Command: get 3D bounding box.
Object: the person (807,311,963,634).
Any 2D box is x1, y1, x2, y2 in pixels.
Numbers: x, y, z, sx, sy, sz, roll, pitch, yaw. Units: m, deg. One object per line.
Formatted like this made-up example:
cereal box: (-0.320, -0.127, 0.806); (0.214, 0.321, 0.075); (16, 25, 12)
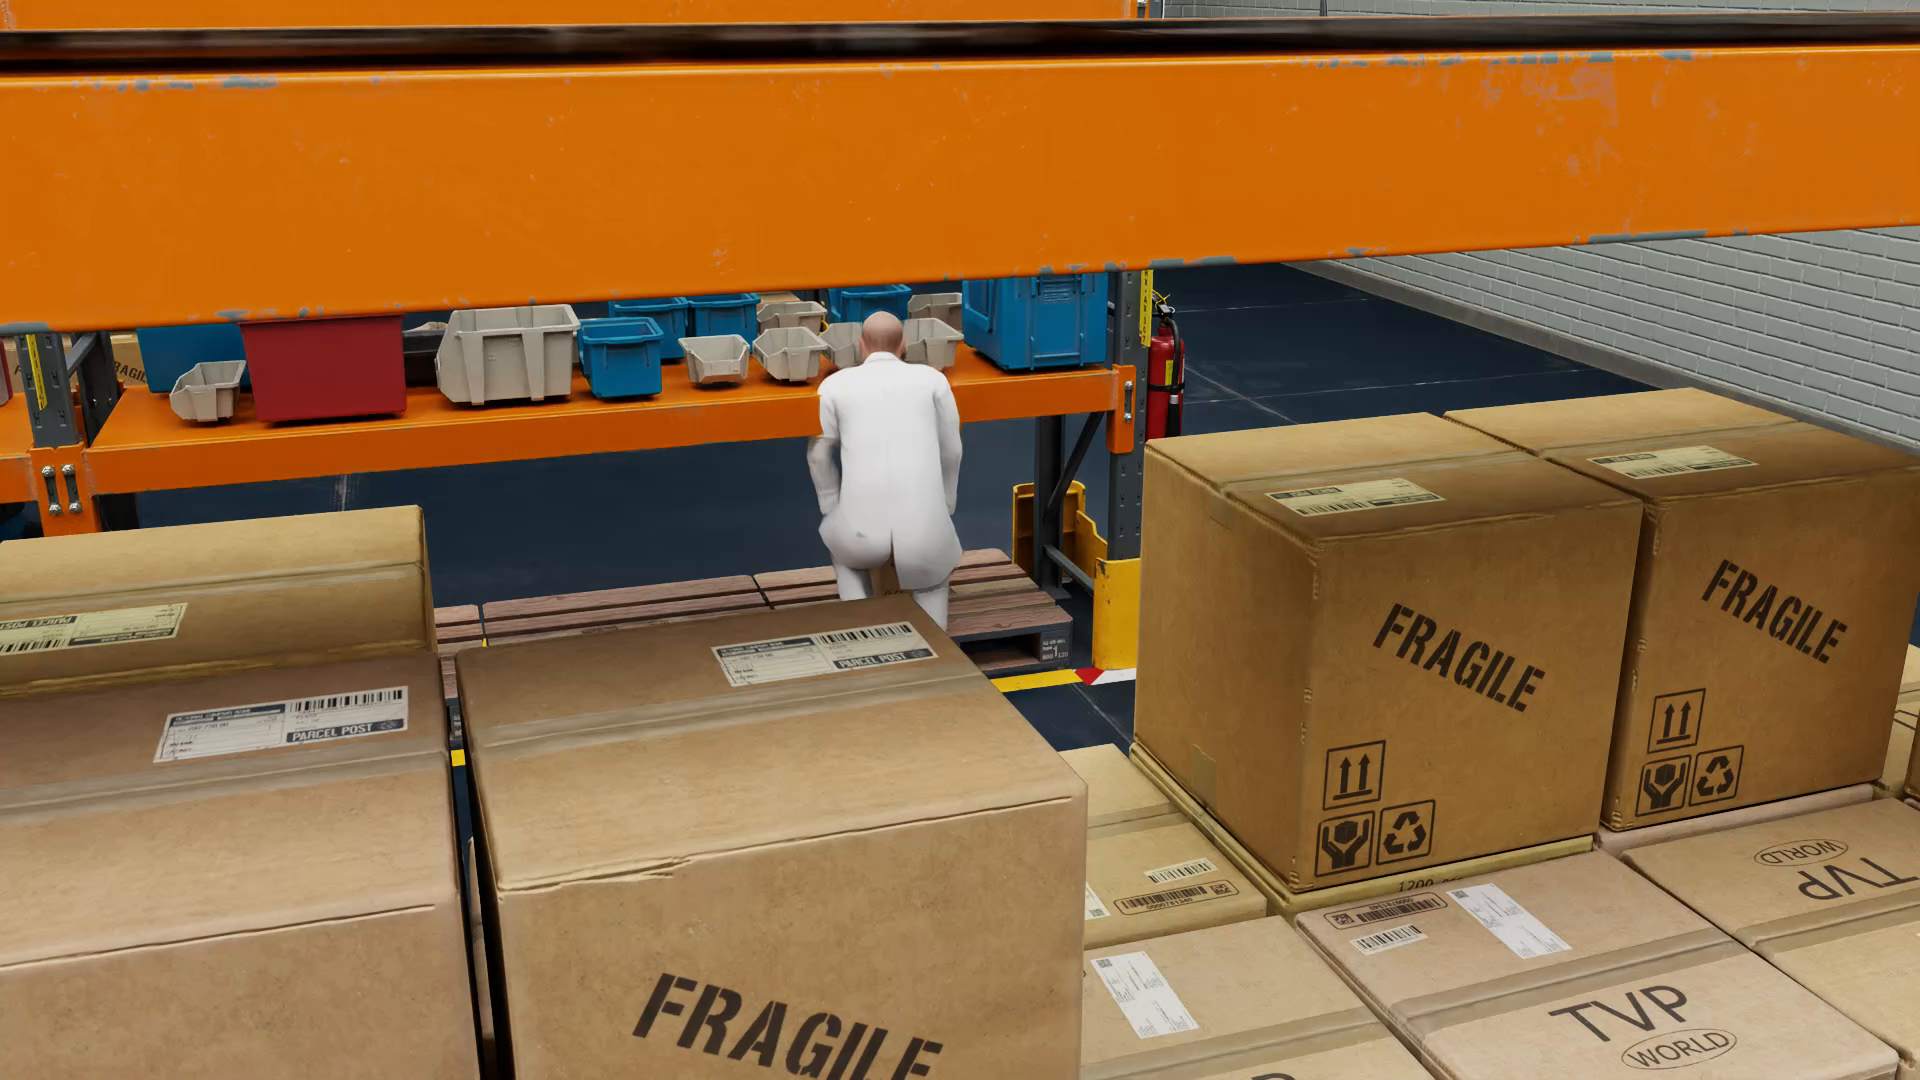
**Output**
person: (-0.299, -0.089, 6.669); (0.623, 1.576, 0.590); (0, 19, 0)
